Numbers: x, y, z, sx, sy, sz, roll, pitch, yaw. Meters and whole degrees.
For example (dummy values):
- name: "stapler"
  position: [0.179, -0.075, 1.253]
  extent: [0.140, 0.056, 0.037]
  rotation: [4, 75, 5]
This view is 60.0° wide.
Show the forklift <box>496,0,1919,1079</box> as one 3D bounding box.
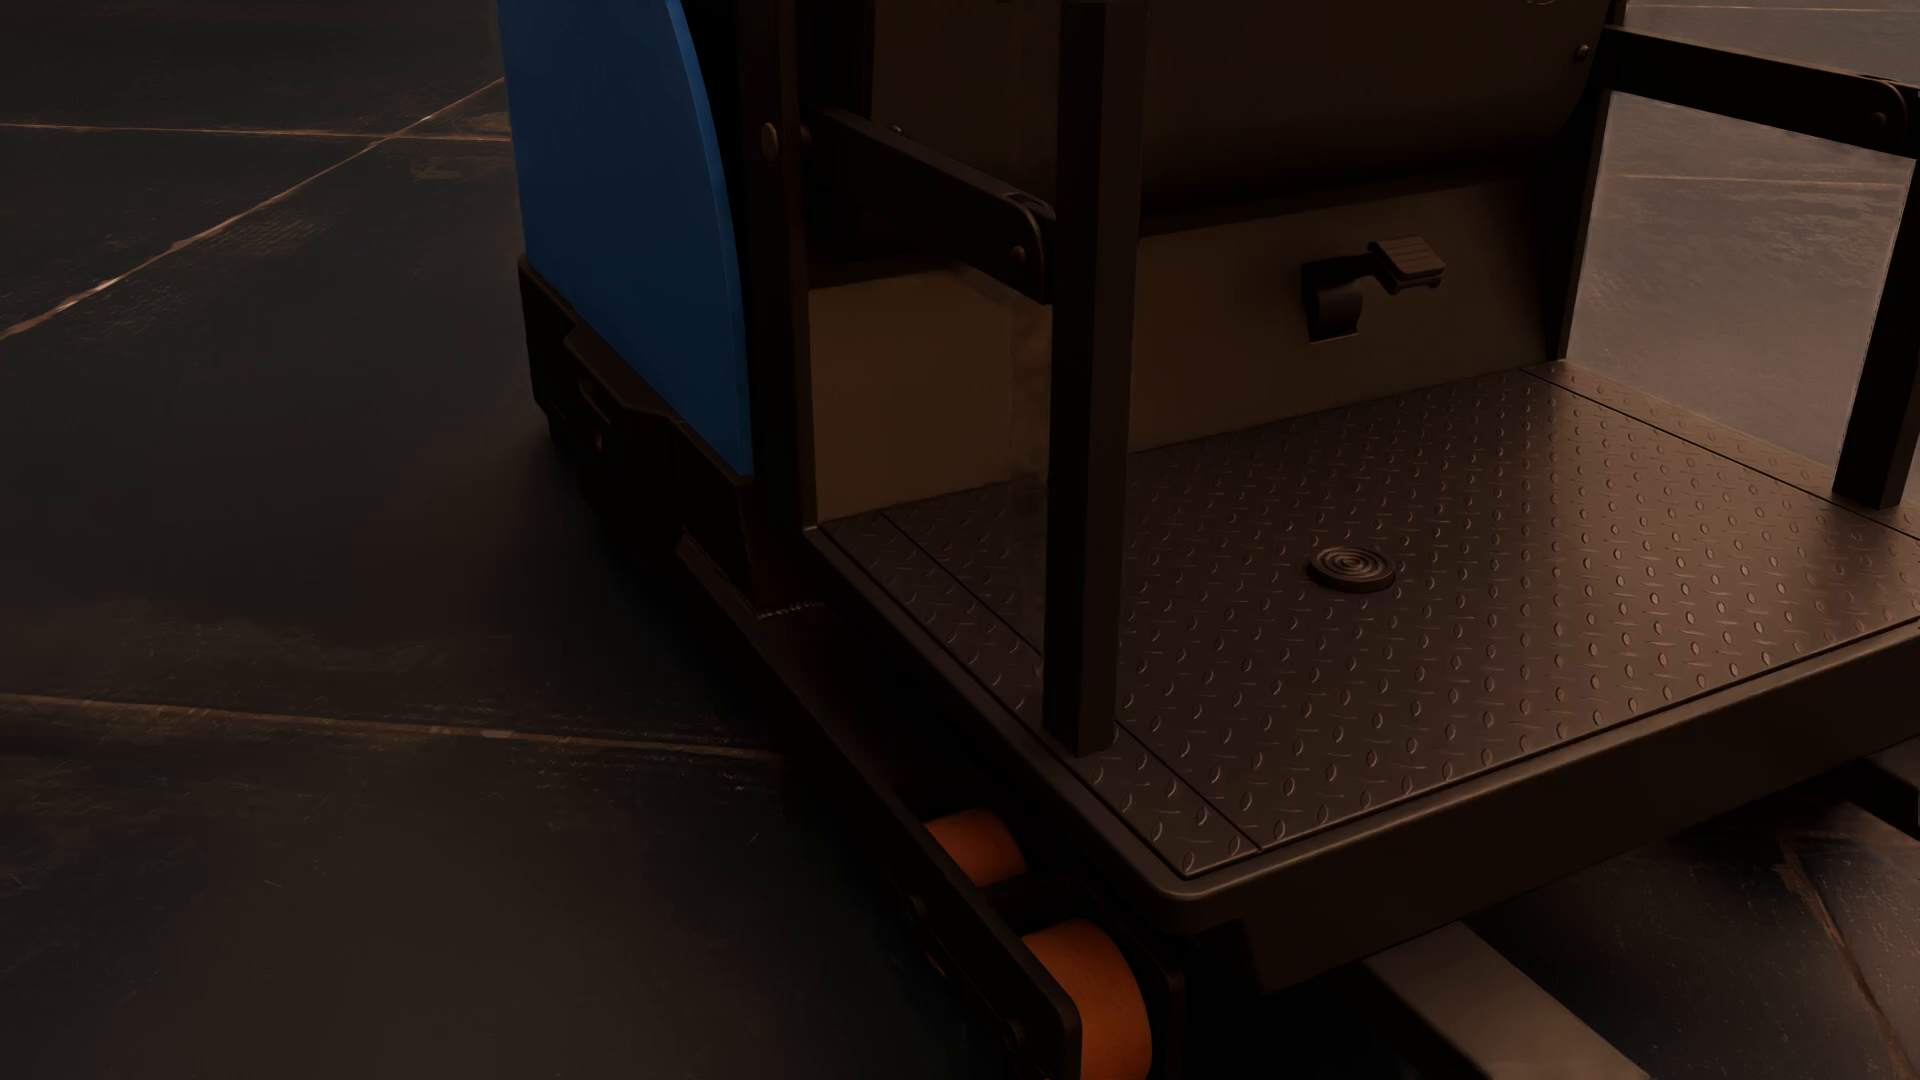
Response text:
- name: "forklift"
  position: [0.408, -1.034, 1.289]
  extent: [1.130, 2.935, 3.031]
  rotation: [-13, 29, -25]
